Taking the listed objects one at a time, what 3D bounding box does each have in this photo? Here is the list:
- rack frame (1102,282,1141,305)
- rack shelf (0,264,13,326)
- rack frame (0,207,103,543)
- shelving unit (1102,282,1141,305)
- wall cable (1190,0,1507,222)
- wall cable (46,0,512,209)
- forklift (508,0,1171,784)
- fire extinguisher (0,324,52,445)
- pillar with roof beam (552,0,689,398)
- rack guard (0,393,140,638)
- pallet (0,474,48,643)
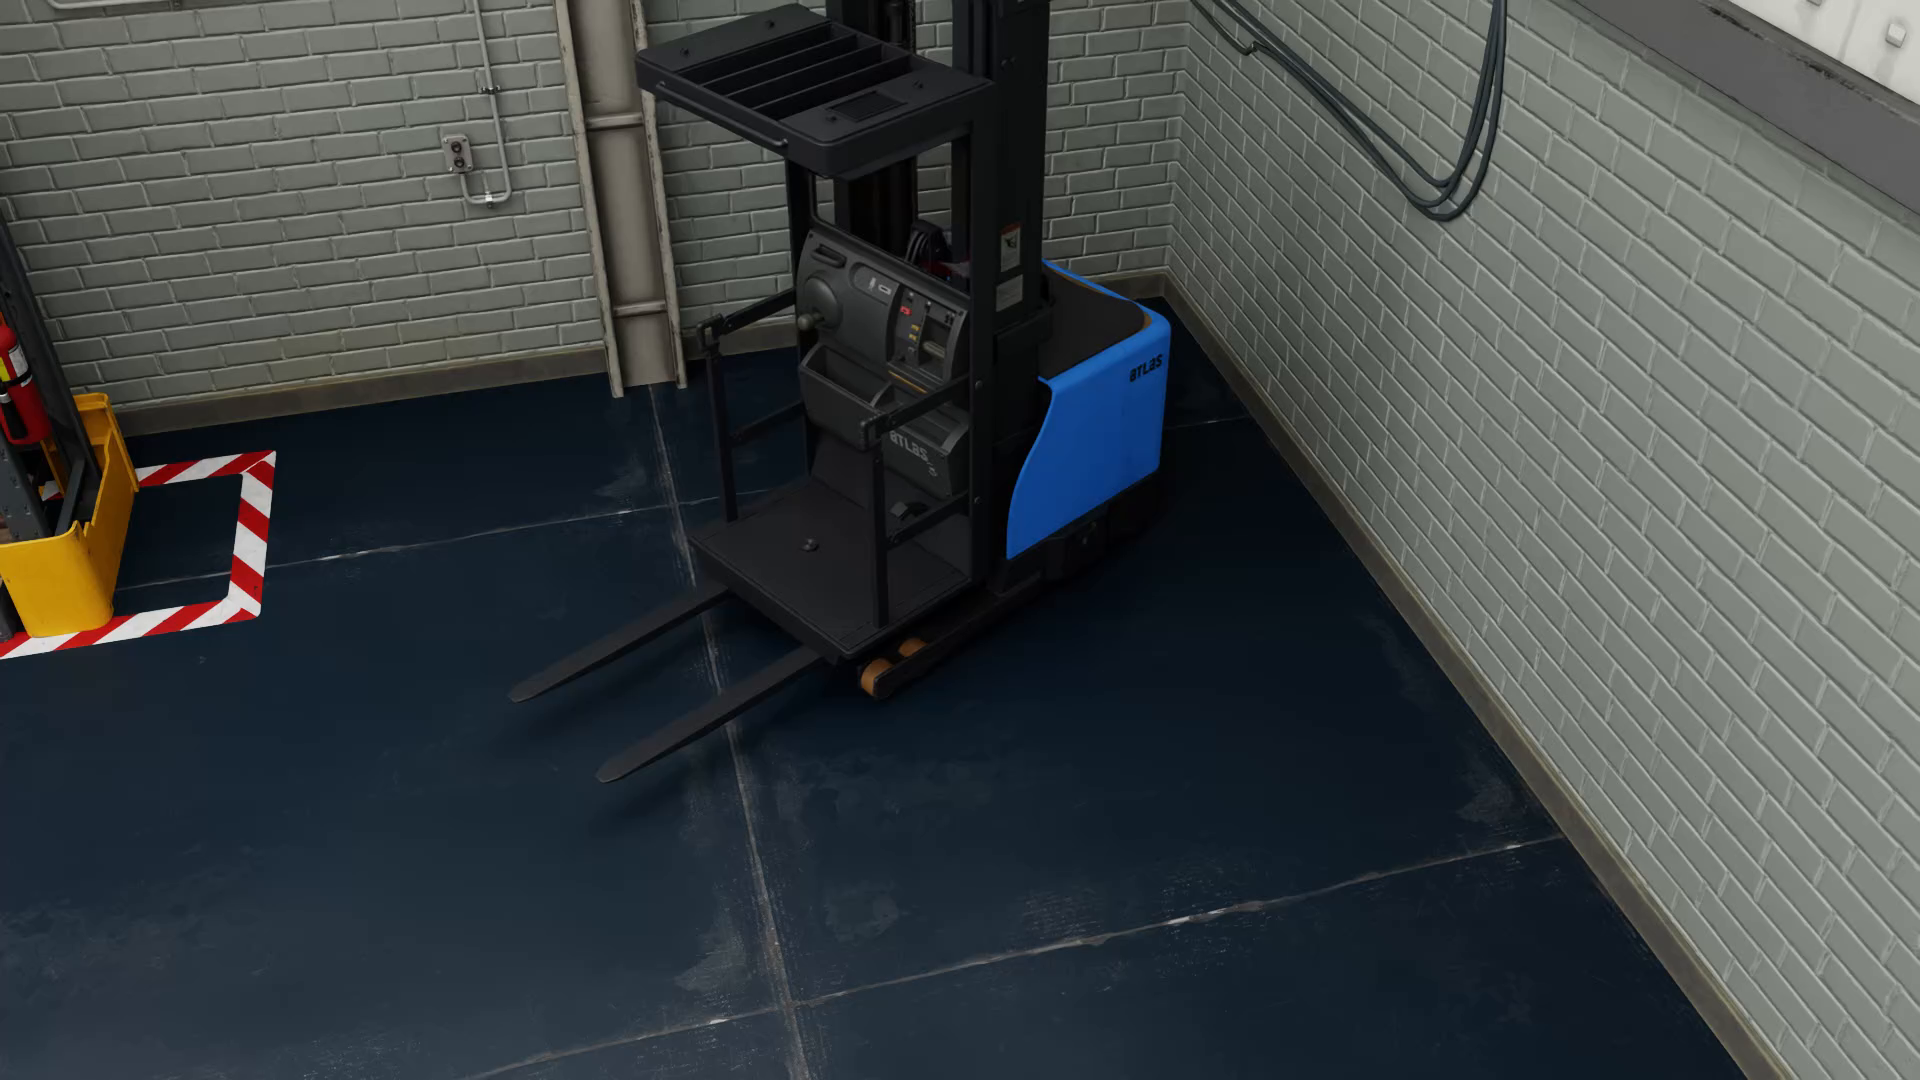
[{"bbox_3d":[0.750,-0.806,8.063,0.006,0.900,0.240,-29,46,-34],"label":"rack frame"},{"bbox_3d":[-5.980,-0.521,6.555,4.000,0.370,1.077,-9,38,-12],"label":"rack shelf"},{"bbox_3d":[-4.050,-1.124,6.750,0.127,3.000,1.000,-9,38,-12],"label":"rack frame"},{"bbox_3d":[0.677,-0.765,8.006,0.210,0.900,0.258,-29,46,-34],"label":"shelving unit"},{"bbox_3d":[1.504,-2.959,6.768,0.112,2.526,3.097,-9,38,-12],"label":"wall cable"},{"bbox_3d":[-3.060,-2.285,7.432,1.851,1.984,0.084,-9,38,-12],"label":"wall cable"},{"bbox_3d":[-0.471,-0.864,6.467,3.031,2.935,1.130,-30,47,-33],"label":"forklift"},{"bbox_3d":[-3.784,-0.698,6.564,0.183,0.674,0.296,-9,38,-12],"label":"fire extinguisher"},{"bbox_3d":[-0.546,-1.916,2.849,0.400,9.000,9.100,-9,38,-12],"label":"pillar with roof beam"},{"bbox_3d":[-4.026,-0.135,7.515,0.348,0.500,1.175,-9,38,-12],"label":"rack guard"},{"bbox_3d":[-4.801,0.156,7.372,1.213,0.211,1.003,-9,38,-12],"label":"pallet"}]
